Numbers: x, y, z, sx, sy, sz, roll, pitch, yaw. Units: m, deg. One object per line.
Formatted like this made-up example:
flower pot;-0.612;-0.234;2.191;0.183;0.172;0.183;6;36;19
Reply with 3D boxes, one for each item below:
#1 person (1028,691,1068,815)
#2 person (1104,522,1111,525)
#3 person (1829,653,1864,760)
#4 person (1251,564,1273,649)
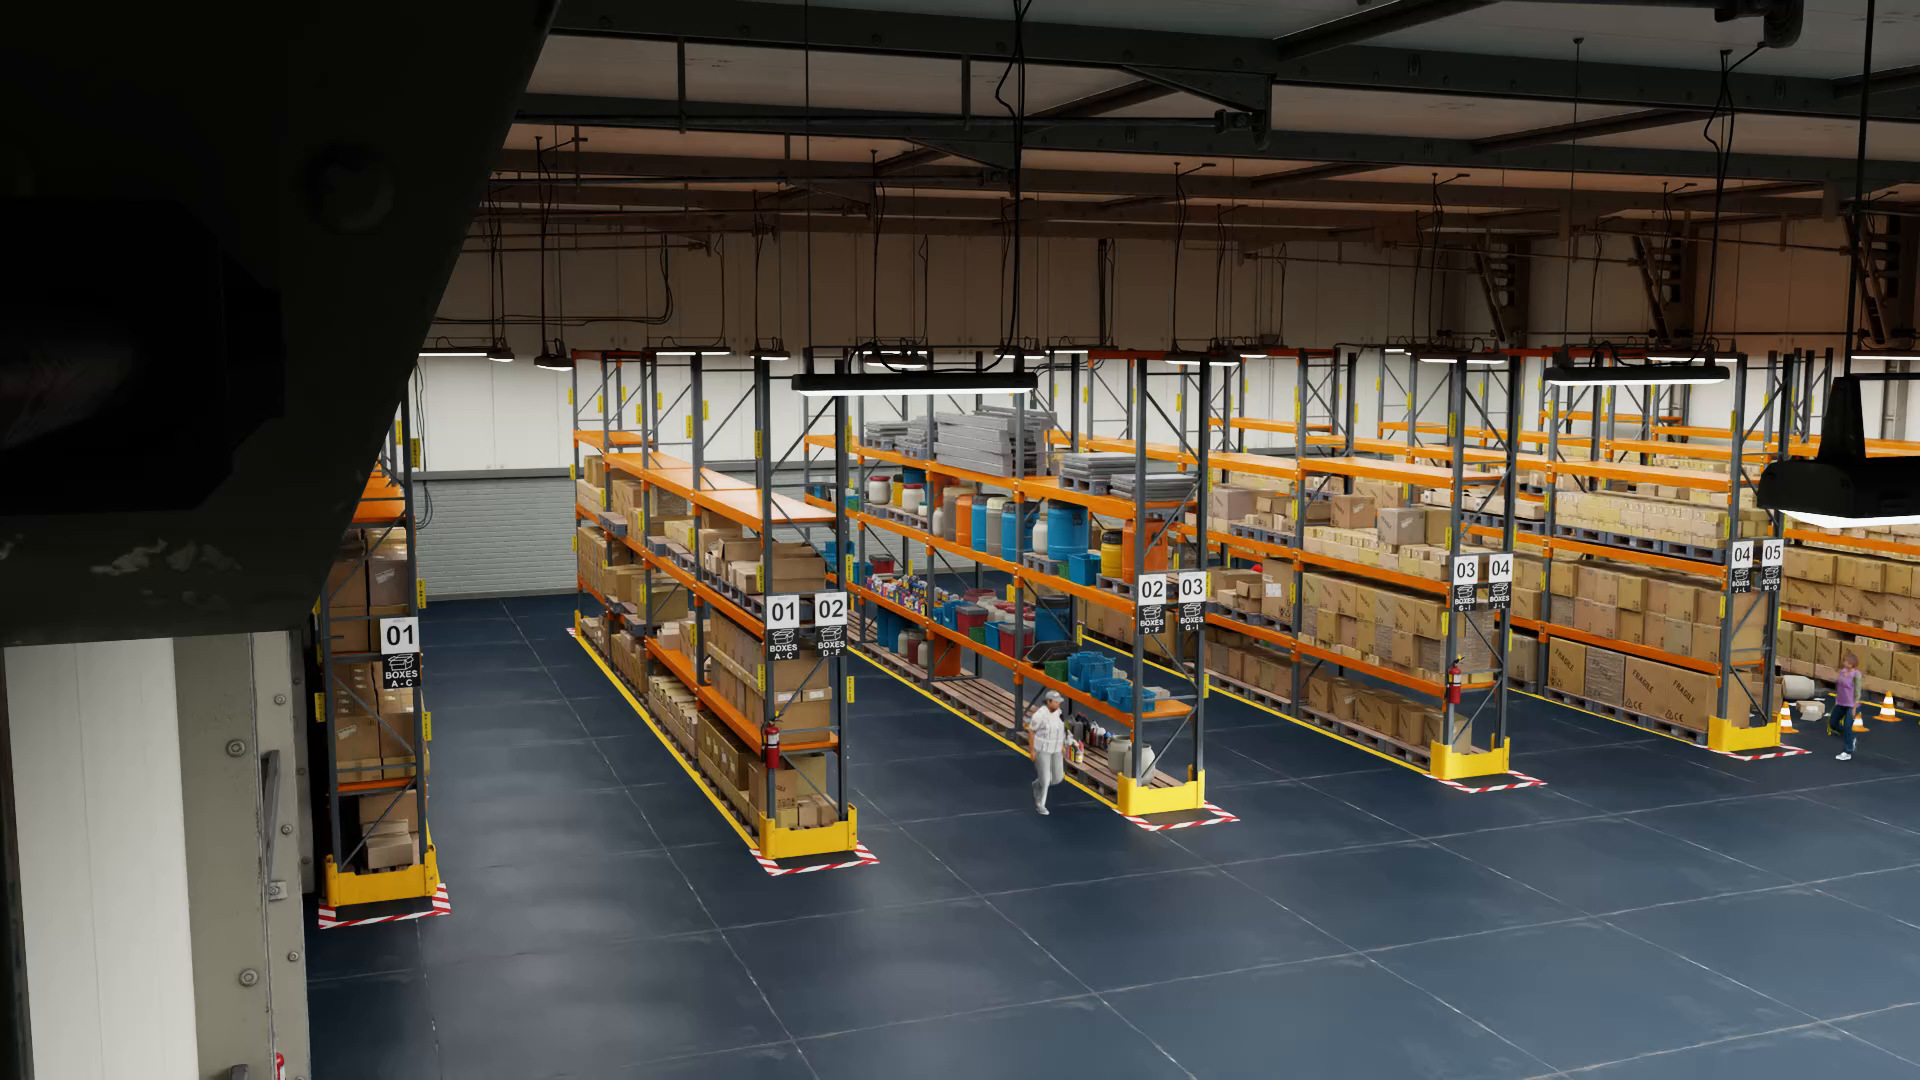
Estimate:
person;1.120;2.787;22.128;0.535;1.640;0.635;-6;9;-39
person;3.608;0.356;41.410;0.708;1.681;0.720;-1;7;-12
person;13.220;2.460;24.686;0.478;1.588;0.425;-3;8;-22
person;5.913;1.373;32.839;0.574;1.788;0.550;-1;7;-11
